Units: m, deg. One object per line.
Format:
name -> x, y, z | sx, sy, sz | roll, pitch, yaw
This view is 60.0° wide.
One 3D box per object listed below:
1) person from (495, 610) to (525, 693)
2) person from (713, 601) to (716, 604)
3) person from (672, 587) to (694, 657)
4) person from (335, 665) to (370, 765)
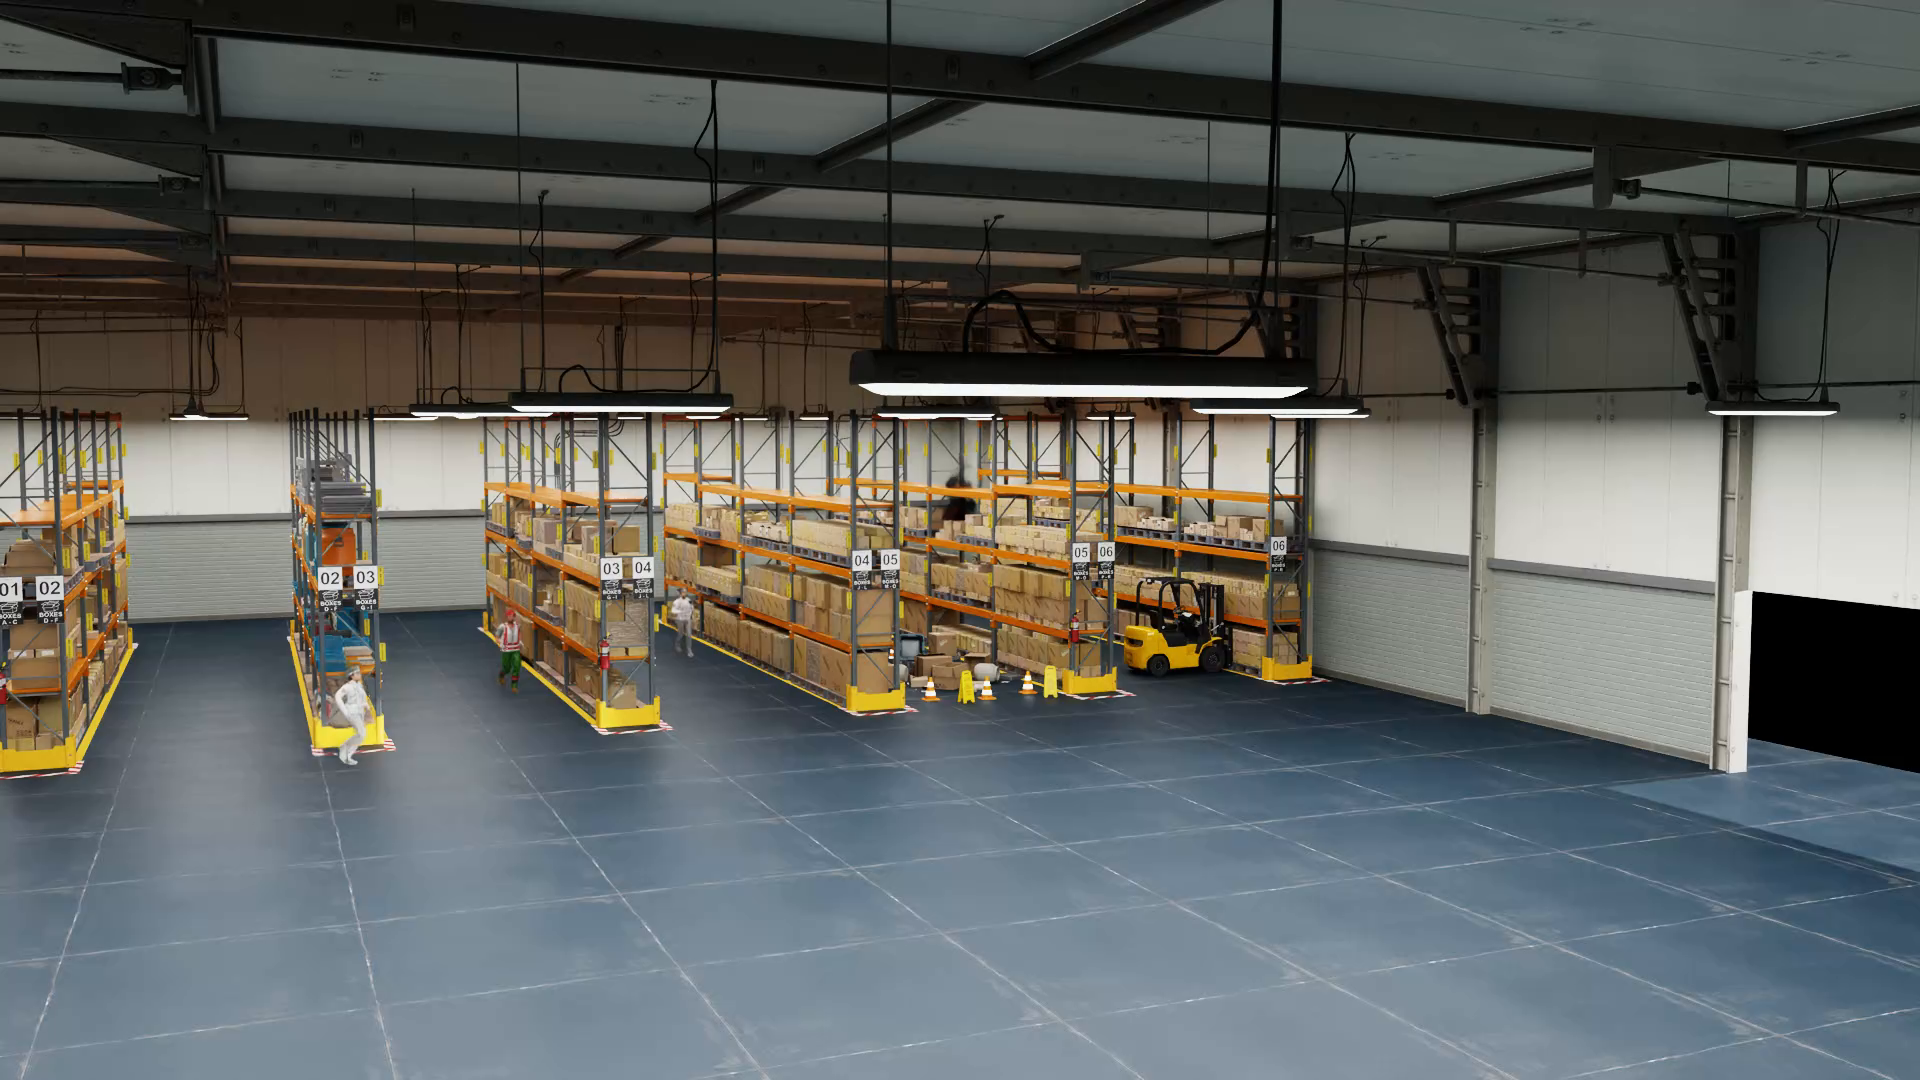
person -> -9.613, 2.358, 35.496 | 0.643, 1.758, 0.873 | -3, 5, -33
person -> -7.202, 1.386, 49.192 | 0.758, 1.768, 0.687 | 3, 5, 36
person -> -6.787, 1.992, 40.874 | 0.612, 1.701, 0.920 | -2, 5, -28
person -> -10.192, 2.941, 28.042 | 0.483, 1.640, 0.657 | 0, 4, 5
